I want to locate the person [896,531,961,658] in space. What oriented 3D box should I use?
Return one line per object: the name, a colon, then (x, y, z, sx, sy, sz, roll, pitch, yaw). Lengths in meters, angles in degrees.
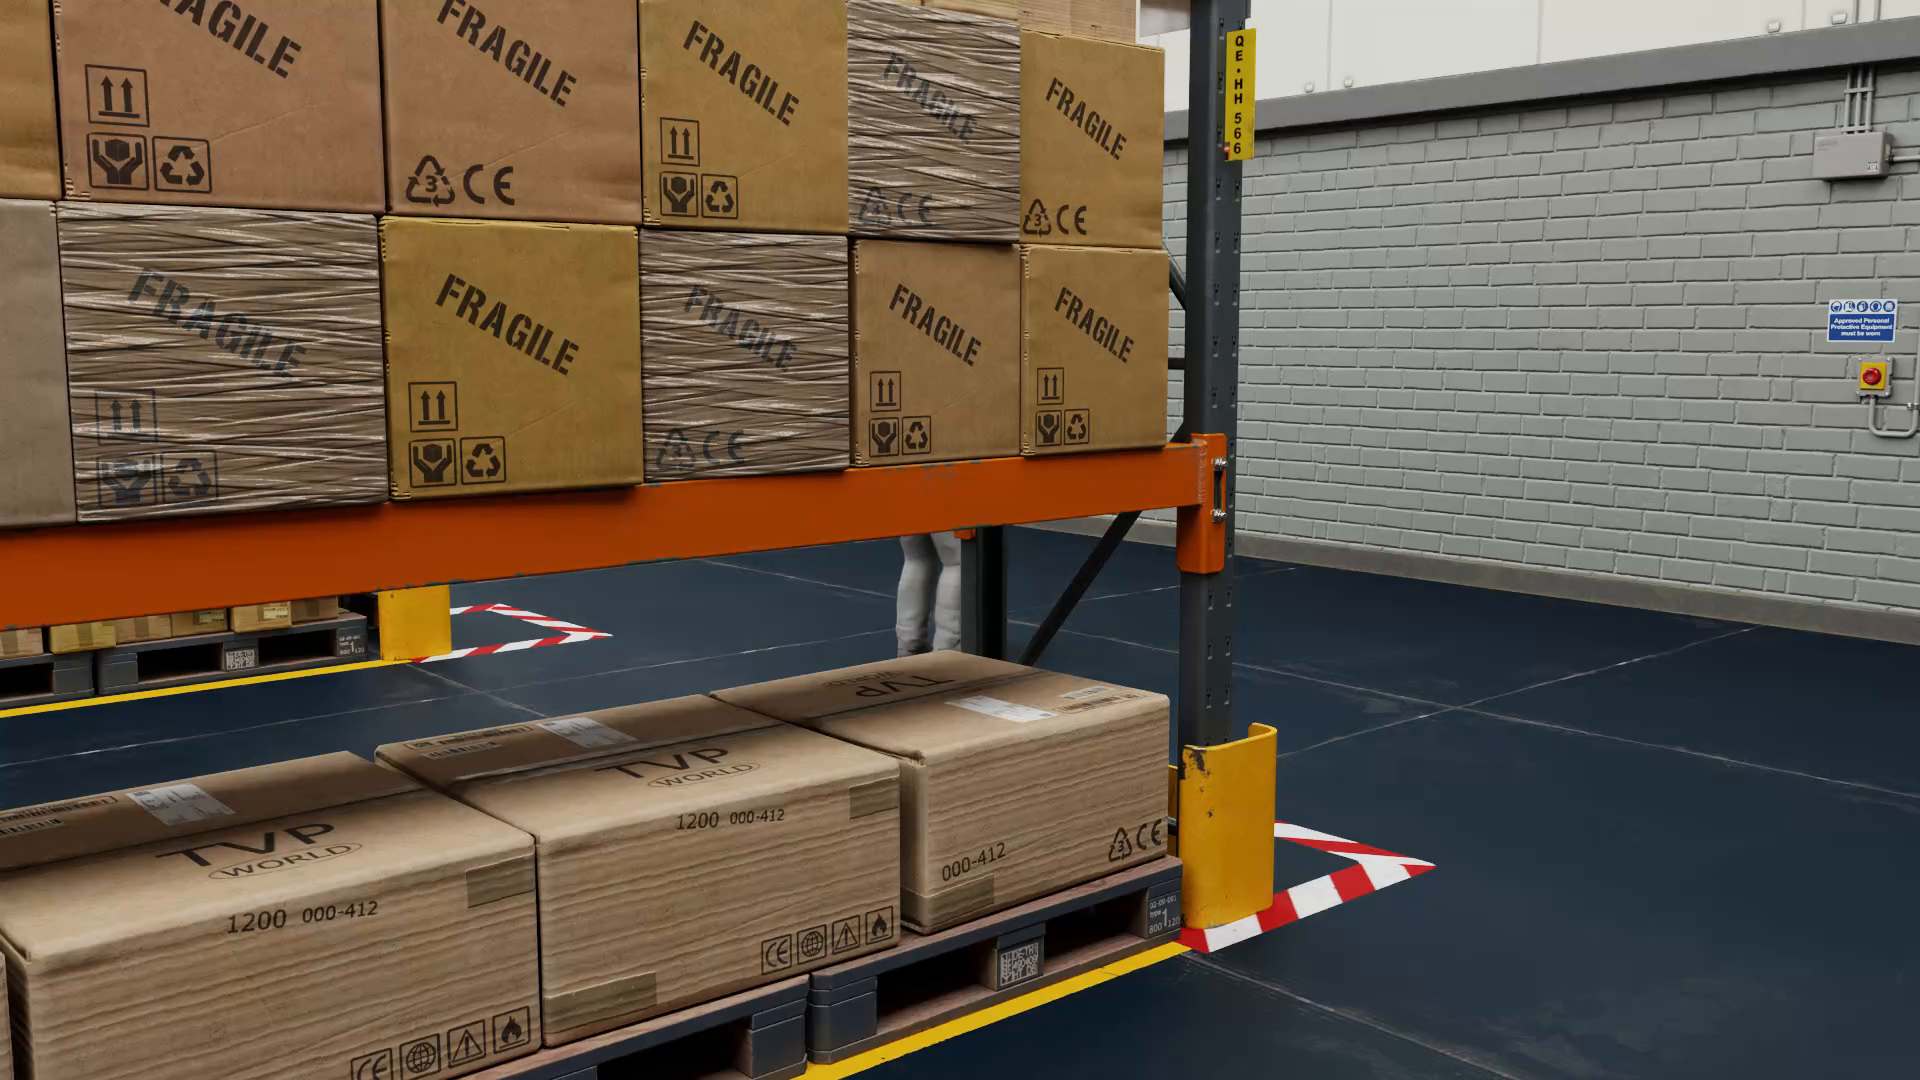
person: (-0.077, -0.280, 7.820, 0.536, 1.774, 0.524, -7, 10, -41)
